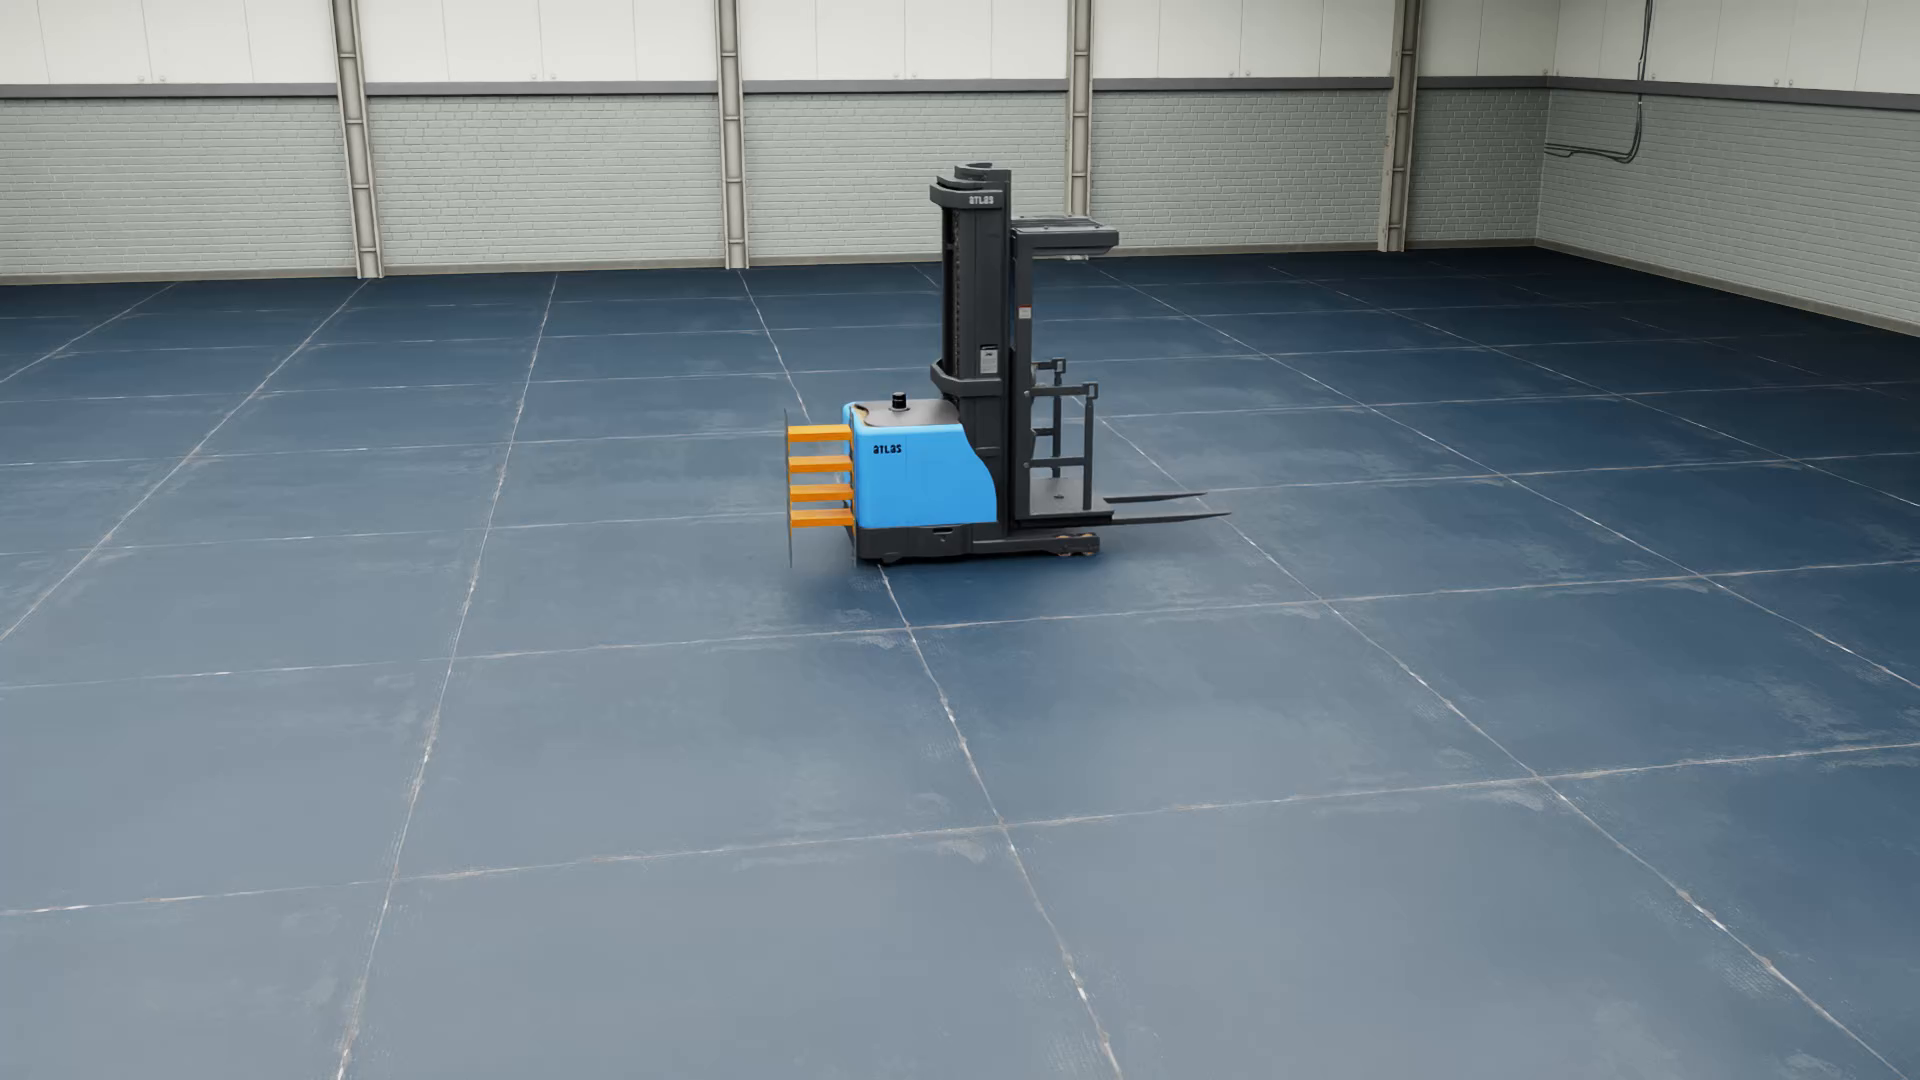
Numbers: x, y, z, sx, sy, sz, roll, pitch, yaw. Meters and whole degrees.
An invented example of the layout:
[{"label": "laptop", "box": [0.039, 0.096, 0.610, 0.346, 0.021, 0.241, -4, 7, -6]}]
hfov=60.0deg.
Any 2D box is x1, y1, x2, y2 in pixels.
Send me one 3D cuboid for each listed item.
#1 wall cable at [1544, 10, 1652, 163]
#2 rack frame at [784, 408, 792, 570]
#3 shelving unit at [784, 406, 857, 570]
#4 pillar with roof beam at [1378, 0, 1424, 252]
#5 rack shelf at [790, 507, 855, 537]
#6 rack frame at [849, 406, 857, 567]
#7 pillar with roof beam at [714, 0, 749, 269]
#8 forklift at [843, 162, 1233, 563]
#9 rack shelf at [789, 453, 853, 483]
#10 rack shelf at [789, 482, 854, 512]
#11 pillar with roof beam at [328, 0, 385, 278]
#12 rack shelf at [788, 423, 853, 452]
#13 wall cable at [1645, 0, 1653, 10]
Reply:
[{"label": "wall cable", "box": [11.097, -7.948, 29.151, 0.112, 2.526, 3.097, -3, 17, -10]}, {"label": "rack frame", "box": [-1.294, -0.381, 12.508, 0.015, 1.200, 0.240, -3, 17, -9]}, {"label": "shelving unit", "box": [-1.053, -0.392, 12.544, 0.503, 1.200, 0.258, -3, 17, -9]}, {"label": "pillar with roof beam", "box": [8.771, -8.408, 25.361, 0.400, 9.000, 9.100, -3, 17, -10]}, {"label": "rack shelf", "box": [-1.053, -0.138, 12.622, 0.480, 0.148, 0.258, -3, 17, -9]}, {"label": "rack frame", "box": [-0.812, -0.403, 12.580, 0.015, 1.200, 0.240, -3, 17, -9]}, {"label": "pillar with roof beam", "box": [-3.011, -7.740, 23.185, 0.400, 9.000, 9.100, -3, 17, -10]}, {"label": "forklift", "box": [0.628, -1.418, 12.936, 3.031, 2.935, 1.130, -3, 17, -10]}, {"label": "rack shelf", "box": [-1.053, -0.541, 12.498, 0.480, 0.148, 0.258, -3, 17, -9]}, {"label": "rack shelf", "box": [-1.053, -0.327, 12.564, 0.480, 0.148, 0.258, -3, 17, -9]}, {"label": "pillar with roof beam", "box": [-8.903, -7.406, 22.097, 0.400, 9.000, 9.100, -3, 17, -10]}, {"label": "rack shelf", "box": [-1.053, -0.767, 12.429, 0.480, 0.148, 0.258, -3, 17, -9]}, {"label": "wall cable", "box": [11.610, -9.582, 25.870, 0.112, 2.526, 3.097, -3, 17, -10]}]
